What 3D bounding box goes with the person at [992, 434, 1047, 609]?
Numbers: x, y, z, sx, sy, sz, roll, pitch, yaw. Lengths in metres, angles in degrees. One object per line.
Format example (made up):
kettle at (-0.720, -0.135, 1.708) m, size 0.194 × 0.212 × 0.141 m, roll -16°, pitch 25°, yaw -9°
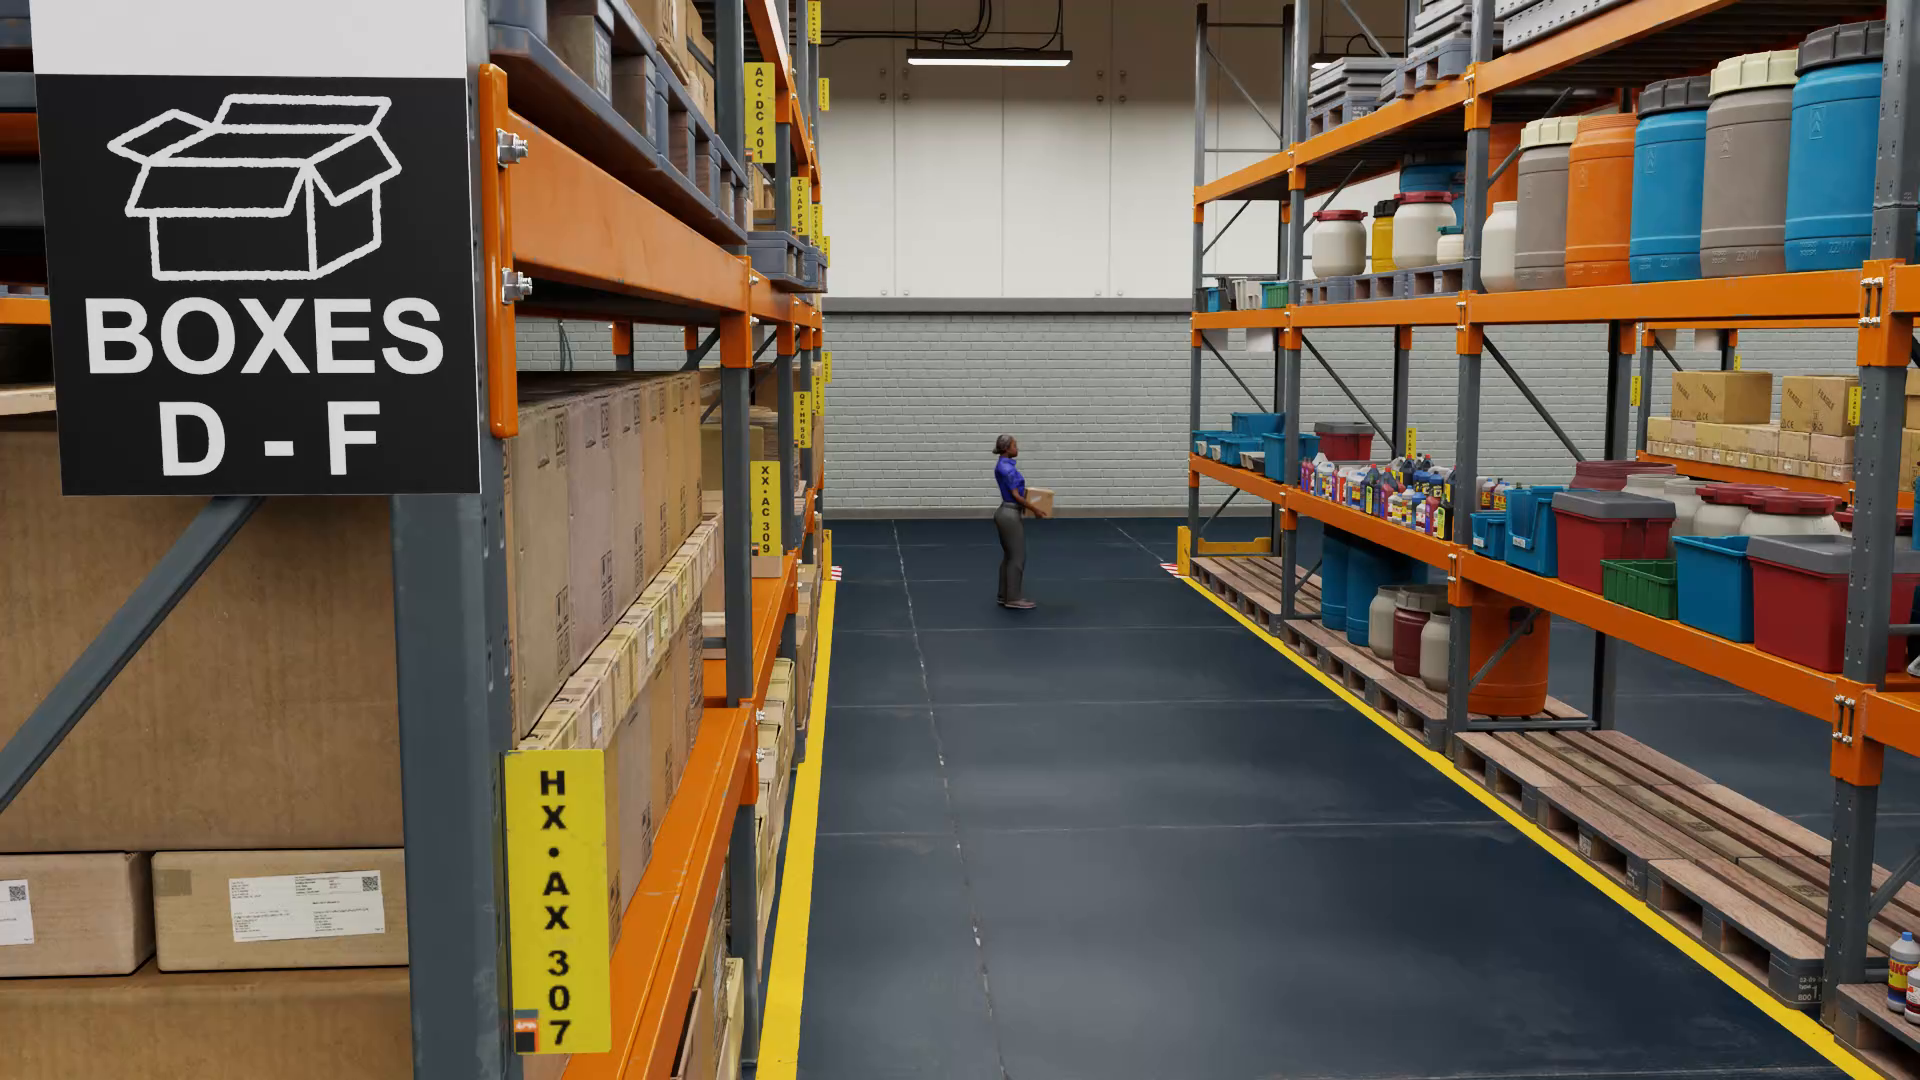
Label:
person at (0.561, -0.180, 15.790) m, size 0.510 × 1.651 × 0.451 m, roll 0°, pitch 7°, yaw -3°
